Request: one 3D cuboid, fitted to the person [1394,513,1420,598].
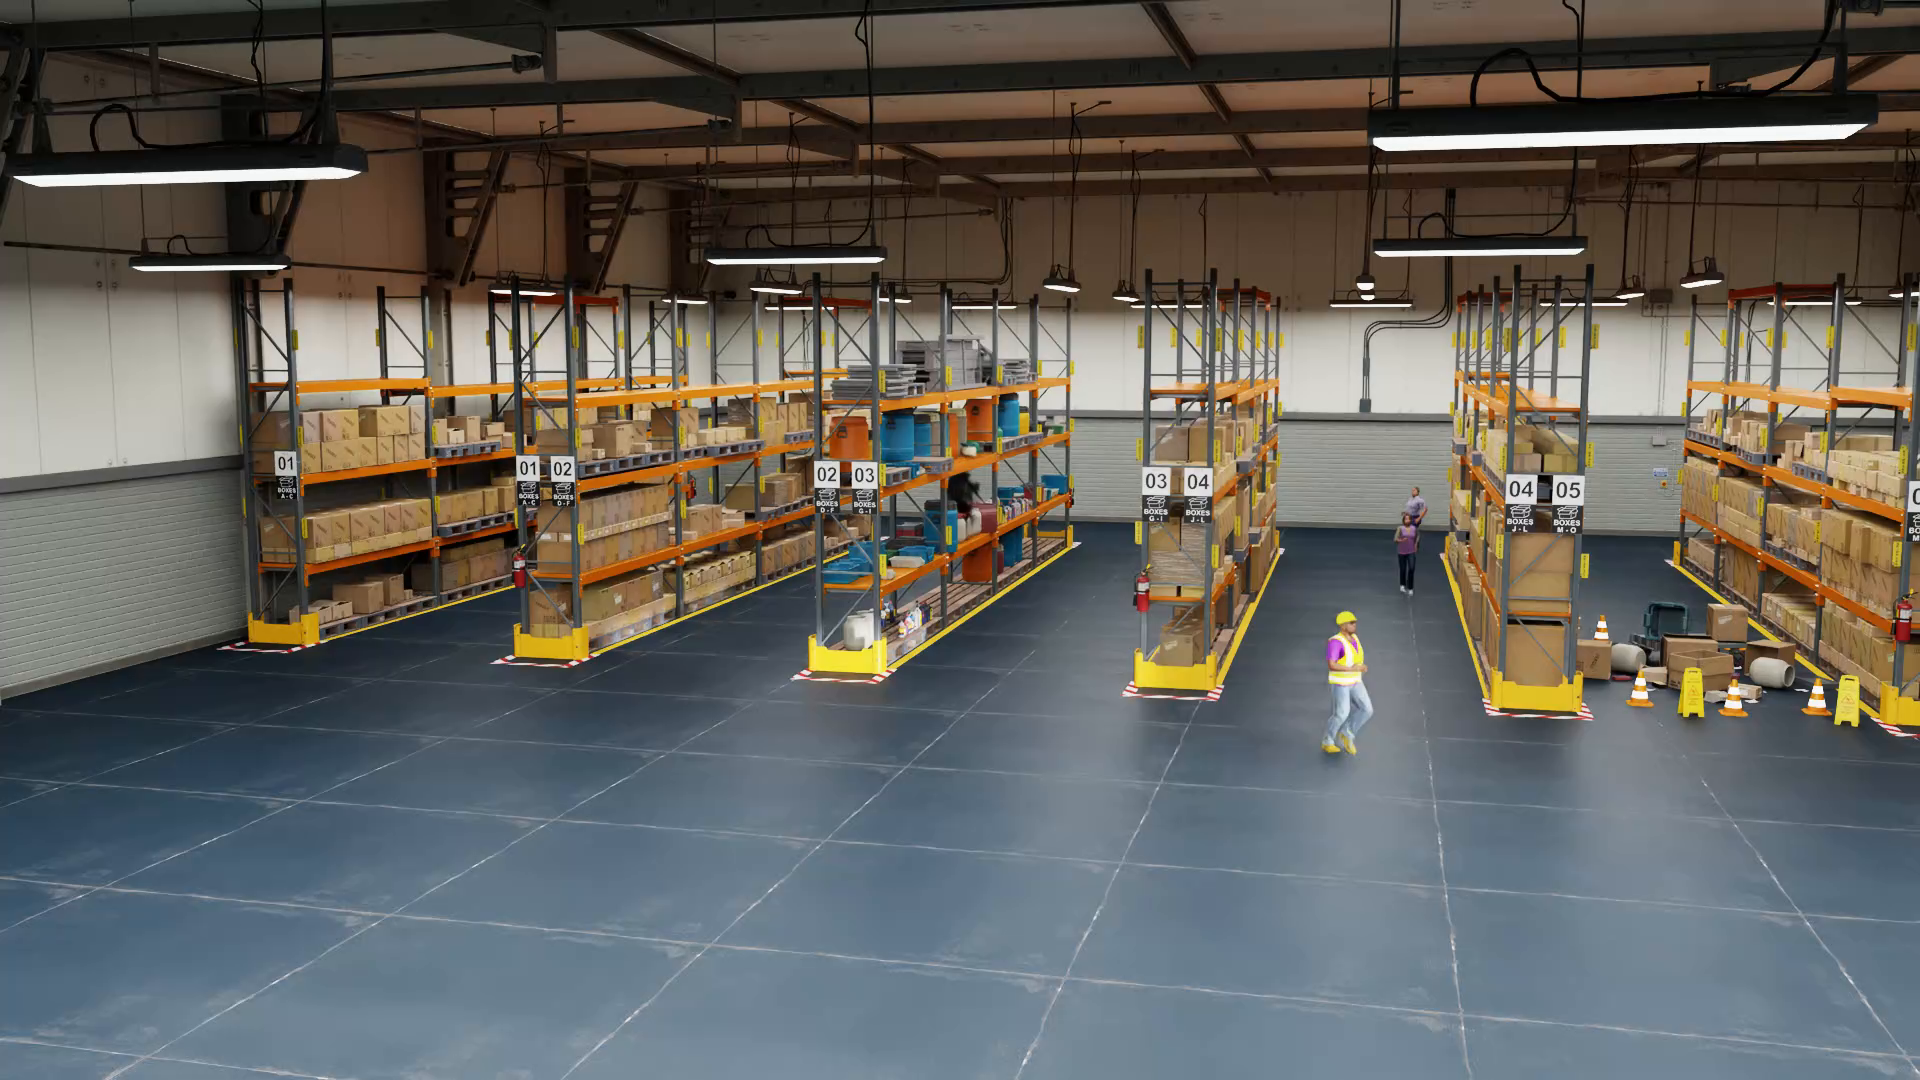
[{"bbox_3d":[8.767,0.295,32.646,0.522,1.639,0.700,1,7,9],"label":"person"}]

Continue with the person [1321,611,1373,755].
[{"bbox_3d":[4.665,1.735,20.000,0.741,1.772,0.665,-6,9,-41],"label":"person"}]

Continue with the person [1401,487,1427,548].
[{"bbox_3d":[10.614,-0.461,39.125,0.537,1.597,0.625,-1,7,-9],"label":"person"}]
